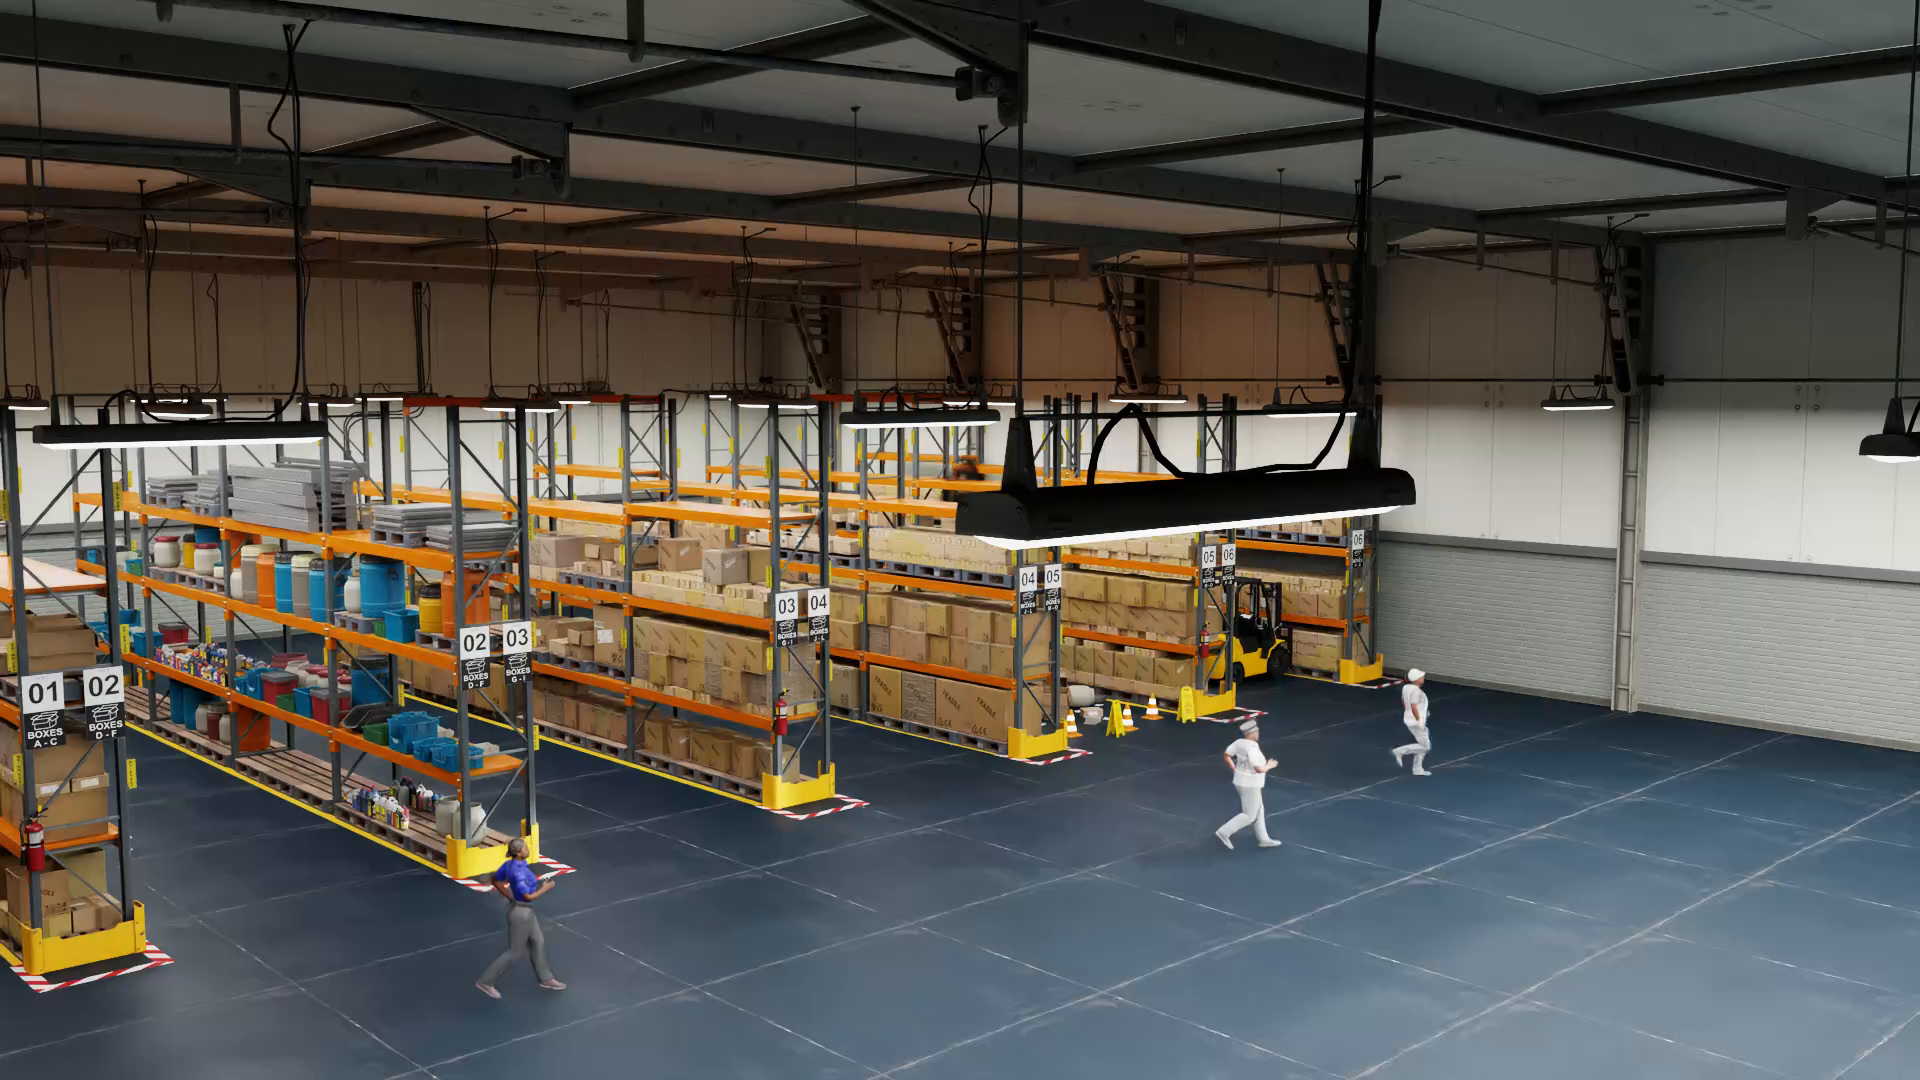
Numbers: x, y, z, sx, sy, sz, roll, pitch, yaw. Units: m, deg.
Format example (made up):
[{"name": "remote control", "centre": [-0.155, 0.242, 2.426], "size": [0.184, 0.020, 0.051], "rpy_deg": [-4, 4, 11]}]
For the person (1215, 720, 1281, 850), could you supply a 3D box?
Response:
[{"name": "person", "centre": [3.859, 3.271, 22.254], "size": [0.992, 1.746, 0.678], "rpy_deg": [-1, 6, -13]}]

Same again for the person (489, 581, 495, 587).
[{"name": "person", "centre": [-11.113, 1.767, 38.912], "size": [0.816, 1.619, 0.681], "rpy_deg": [-2, 6, -17]}]

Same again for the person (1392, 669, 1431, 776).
[{"name": "person", "centre": [7.219, 2.911, 26.567], "size": [0.662, 1.728, 0.677], "rpy_deg": [0, 6, 1]}]

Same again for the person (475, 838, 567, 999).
[{"name": "person", "centre": [-4.490, 3.847, 16.955], "size": [0.929, 1.656, 0.570], "rpy_deg": [-2, 6, -23]}]
